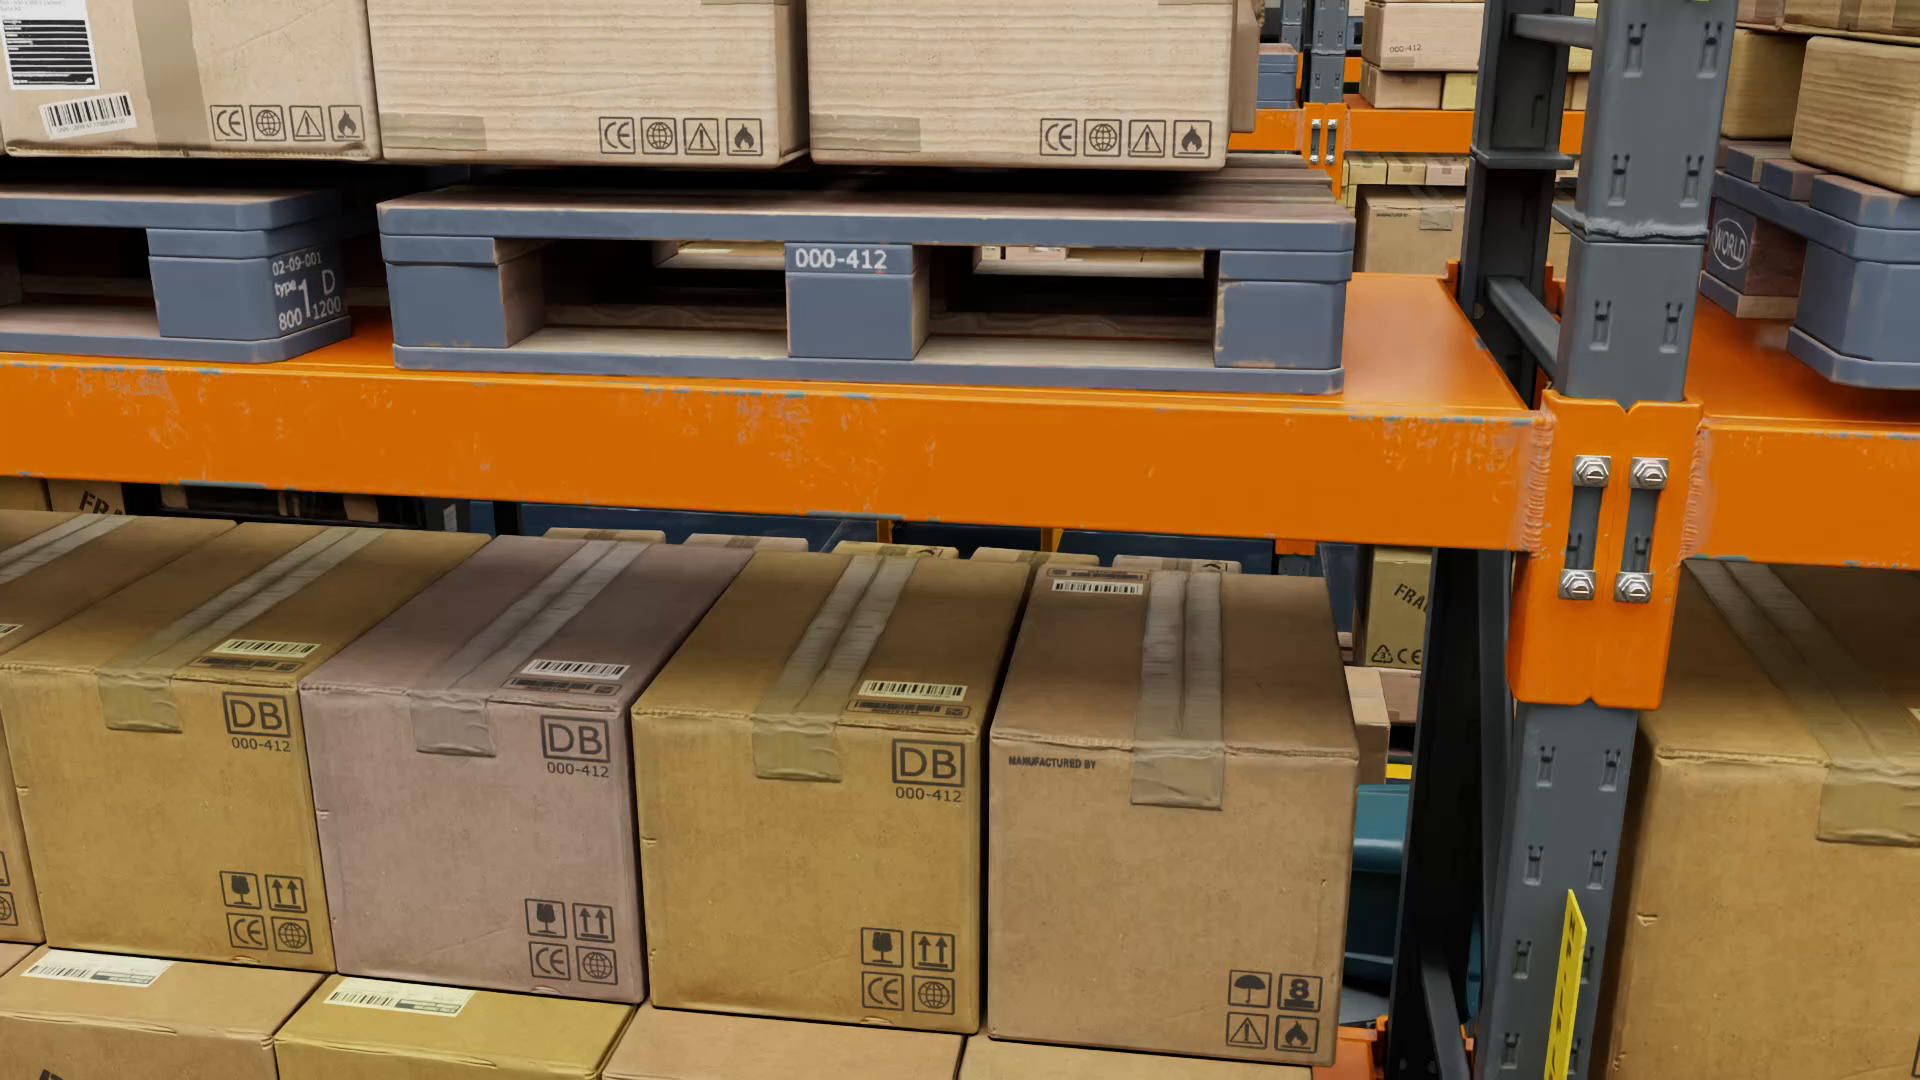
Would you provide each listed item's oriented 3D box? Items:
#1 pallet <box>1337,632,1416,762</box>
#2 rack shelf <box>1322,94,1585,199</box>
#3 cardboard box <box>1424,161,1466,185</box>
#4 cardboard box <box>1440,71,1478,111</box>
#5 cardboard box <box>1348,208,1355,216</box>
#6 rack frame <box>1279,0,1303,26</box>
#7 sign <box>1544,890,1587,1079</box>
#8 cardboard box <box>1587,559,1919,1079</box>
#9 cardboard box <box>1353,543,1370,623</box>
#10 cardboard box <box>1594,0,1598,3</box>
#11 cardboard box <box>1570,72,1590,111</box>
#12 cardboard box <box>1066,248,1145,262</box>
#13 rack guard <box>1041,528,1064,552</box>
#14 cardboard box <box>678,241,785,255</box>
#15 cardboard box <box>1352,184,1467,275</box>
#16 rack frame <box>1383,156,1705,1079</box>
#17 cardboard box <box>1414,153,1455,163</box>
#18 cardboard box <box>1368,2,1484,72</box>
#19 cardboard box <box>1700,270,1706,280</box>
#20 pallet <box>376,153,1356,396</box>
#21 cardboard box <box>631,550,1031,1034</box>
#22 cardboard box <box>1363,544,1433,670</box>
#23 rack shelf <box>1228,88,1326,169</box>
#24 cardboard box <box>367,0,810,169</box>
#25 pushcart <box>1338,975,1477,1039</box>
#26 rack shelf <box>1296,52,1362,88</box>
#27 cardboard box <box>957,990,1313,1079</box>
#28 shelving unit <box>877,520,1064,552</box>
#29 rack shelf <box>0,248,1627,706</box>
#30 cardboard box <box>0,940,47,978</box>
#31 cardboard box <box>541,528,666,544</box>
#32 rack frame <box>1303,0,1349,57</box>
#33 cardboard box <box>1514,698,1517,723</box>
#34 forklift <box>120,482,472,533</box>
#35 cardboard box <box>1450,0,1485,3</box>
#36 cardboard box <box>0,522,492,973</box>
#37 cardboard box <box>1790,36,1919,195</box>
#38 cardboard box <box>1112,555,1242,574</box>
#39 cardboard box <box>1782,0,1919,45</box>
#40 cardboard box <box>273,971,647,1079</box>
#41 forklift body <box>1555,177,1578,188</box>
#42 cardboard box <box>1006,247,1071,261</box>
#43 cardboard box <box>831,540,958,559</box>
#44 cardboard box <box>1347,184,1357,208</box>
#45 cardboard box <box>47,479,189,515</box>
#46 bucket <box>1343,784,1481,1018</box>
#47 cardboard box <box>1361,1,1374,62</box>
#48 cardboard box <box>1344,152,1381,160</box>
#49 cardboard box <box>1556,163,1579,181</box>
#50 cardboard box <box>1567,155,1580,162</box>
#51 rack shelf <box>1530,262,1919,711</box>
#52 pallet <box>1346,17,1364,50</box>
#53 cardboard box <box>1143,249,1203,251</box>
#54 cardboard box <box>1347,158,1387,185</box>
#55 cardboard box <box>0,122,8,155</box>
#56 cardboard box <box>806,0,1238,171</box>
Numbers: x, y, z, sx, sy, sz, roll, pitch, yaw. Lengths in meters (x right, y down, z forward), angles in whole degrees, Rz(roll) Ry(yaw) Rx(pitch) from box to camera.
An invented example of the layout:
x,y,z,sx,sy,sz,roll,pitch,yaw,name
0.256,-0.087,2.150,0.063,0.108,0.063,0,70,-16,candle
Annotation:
x,y,z,sx,sy,sz,roll,pitch,yaw,name
2.182,0.732,7.782,1.213,0.211,1.003,3,19,9,pallet
3.488,-1.594,6.745,4.000,0.370,1.077,3,19,9,rack shelf
3.328,-2.515,11.444,0.250,0.149,0.380,3,19,10,cardboard box
2.031,-1.792,6.601,0.250,0.149,0.380,3,19,9,cardboard box
2.694,-2.111,11.728,0.500,0.500,0.500,2,19,7,cardboard box
2.297,-5.013,11.104,0.127,3.000,1.000,3,19,9,rack frame
0.751,0.602,2.077,0.005,0.325,0.100,3,19,9,sign
1.187,0.389,2.475,0.550,0.550,0.875,3,19,9,cardboard box
2.140,0.082,7.820,0.500,0.500,0.500,3,19,8,cardboard box
2.548,-2.135,6.367,0.250,0.149,0.380,3,19,8,cardboard box
2.535,-1.790,6.594,0.250,0.149,0.380,3,19,10,cardboard box
0.531,-0.976,7.206,0.500,0.500,0.500,3,19,9,cardboard box
0.567,-0.090,10.177,0.087,0.250,0.587,3,19,9,rack guard
-0.987,-1.058,7.450,0.500,0.500,0.500,3,19,10,cardboard box
1.913,-1.185,6.916,0.500,0.500,0.700,3,19,8,cardboard box
0.828,0.943,2.757,0.127,3.000,1.000,3,19,9,rack frame
3.422,-2.715,12.042,0.250,0.149,0.380,3,19,8,cardboard box
1.904,-1.997,6.586,0.500,0.250,0.500,3,19,7,cardboard box
2.906,-1.119,6.718,0.500,0.500,0.700,3,19,7,cardboard box
-0.085,-0.419,2.404,1.217,0.209,0.805,2,19,6,pallet
-0.171,0.373,2.728,0.500,0.500,0.700,3,19,8,cardboard box
2.053,0.251,7.317,0.500,0.500,0.500,4,19,11,cardboard box
-0.461,-1.795,7.346,4.000,0.370,1.077,3,19,9,rack shelf
-0.426,-0.648,2.202,0.500,0.250,0.500,3,19,8,cardboard box
1.201,1.347,5.681,0.936,0.377,1.648,-3,19,-10,pushcart
4.272,-3.149,11.393,4.000,0.370,1.077,3,19,9,rack shelf
0.270,0.953,2.570,0.500,0.500,0.500,3,19,8,cardboard box
0.075,-0.707,10.054,1.083,1.500,0.587,3,19,9,shelving unit
-1.147,-0.239,2.696,4.000,0.370,1.077,3,19,9,rack shelf
-1.721,0.852,2.873,0.500,0.500,0.500,3,19,9,cardboard box
-1.880,0.264,8.265,0.625,0.372,0.950,2,19,5,cardboard box
1.513,-3.458,6.455,0.127,3.000,1.000,3,19,9,rack frame
2.582,0.630,7.366,0.500,0.250,0.500,4,19,12,cardboard box
-2.242,0.163,5.196,1.130,2.935,3.031,4,19,11,forklift
2.034,-2.172,6.480,0.250,0.149,0.380,3,19,10,cardboard box
-1.169,0.322,2.881,0.500,0.500,0.700,3,19,8,cardboard box
1.133,-0.482,1.866,0.250,0.149,0.380,3,19,8,cardboard box
0.995,0.409,7.834,0.625,0.372,0.950,3,19,9,cardboard box
1.266,-0.684,1.840,0.500,0.250,0.500,3,19,9,cardboard box
-0.728,0.902,2.722,0.500,0.500,0.500,3,19,9,cardboard box
4.085,-1.088,10.166,1.214,2.155,2.313,3,19,9,forklift body
0.339,-1.291,7.124,0.250,0.149,0.380,2,19,7,cardboard box
-0.402,0.339,8.042,0.625,0.372,0.950,4,19,10,cardboard box
2.826,-2.412,11.605,0.250,0.149,0.380,3,19,10,cardboard box
-3.985,-0.113,8.599,0.875,0.875,0.875,3,19,9,cardboard box
1.328,1.059,5.174,0.620,0.611,0.726,-1,16,31,bucket
1.994,-2.167,7.094,0.500,0.250,0.500,3,19,8,cardboard box
2.901,-2.717,12.048,0.250,0.149,0.380,2,19,7,cardboard box
4.098,-2.508,11.423,0.250,0.149,0.380,3,19,9,cardboard box
4.426,-2.633,11.798,0.250,0.149,0.380,3,19,9,cardboard box
2.803,-0.038,2.095,4.000,0.370,1.077,3,19,9,rack shelf
3.143,-3.514,11.490,1.213,0.211,1.003,3,19,9,pallet
1.096,-1.114,7.617,0.500,0.500,0.500,3,19,10,cardboard box
2.840,-2.576,11.626,0.250,0.149,0.380,3,19,9,cardboard box
-1.440,-0.729,2.347,0.500,0.311,0.500,3,19,8,cardboard box
0.105,-0.640,2.179,0.500,0.250,0.500,3,19,9,cardboard box
